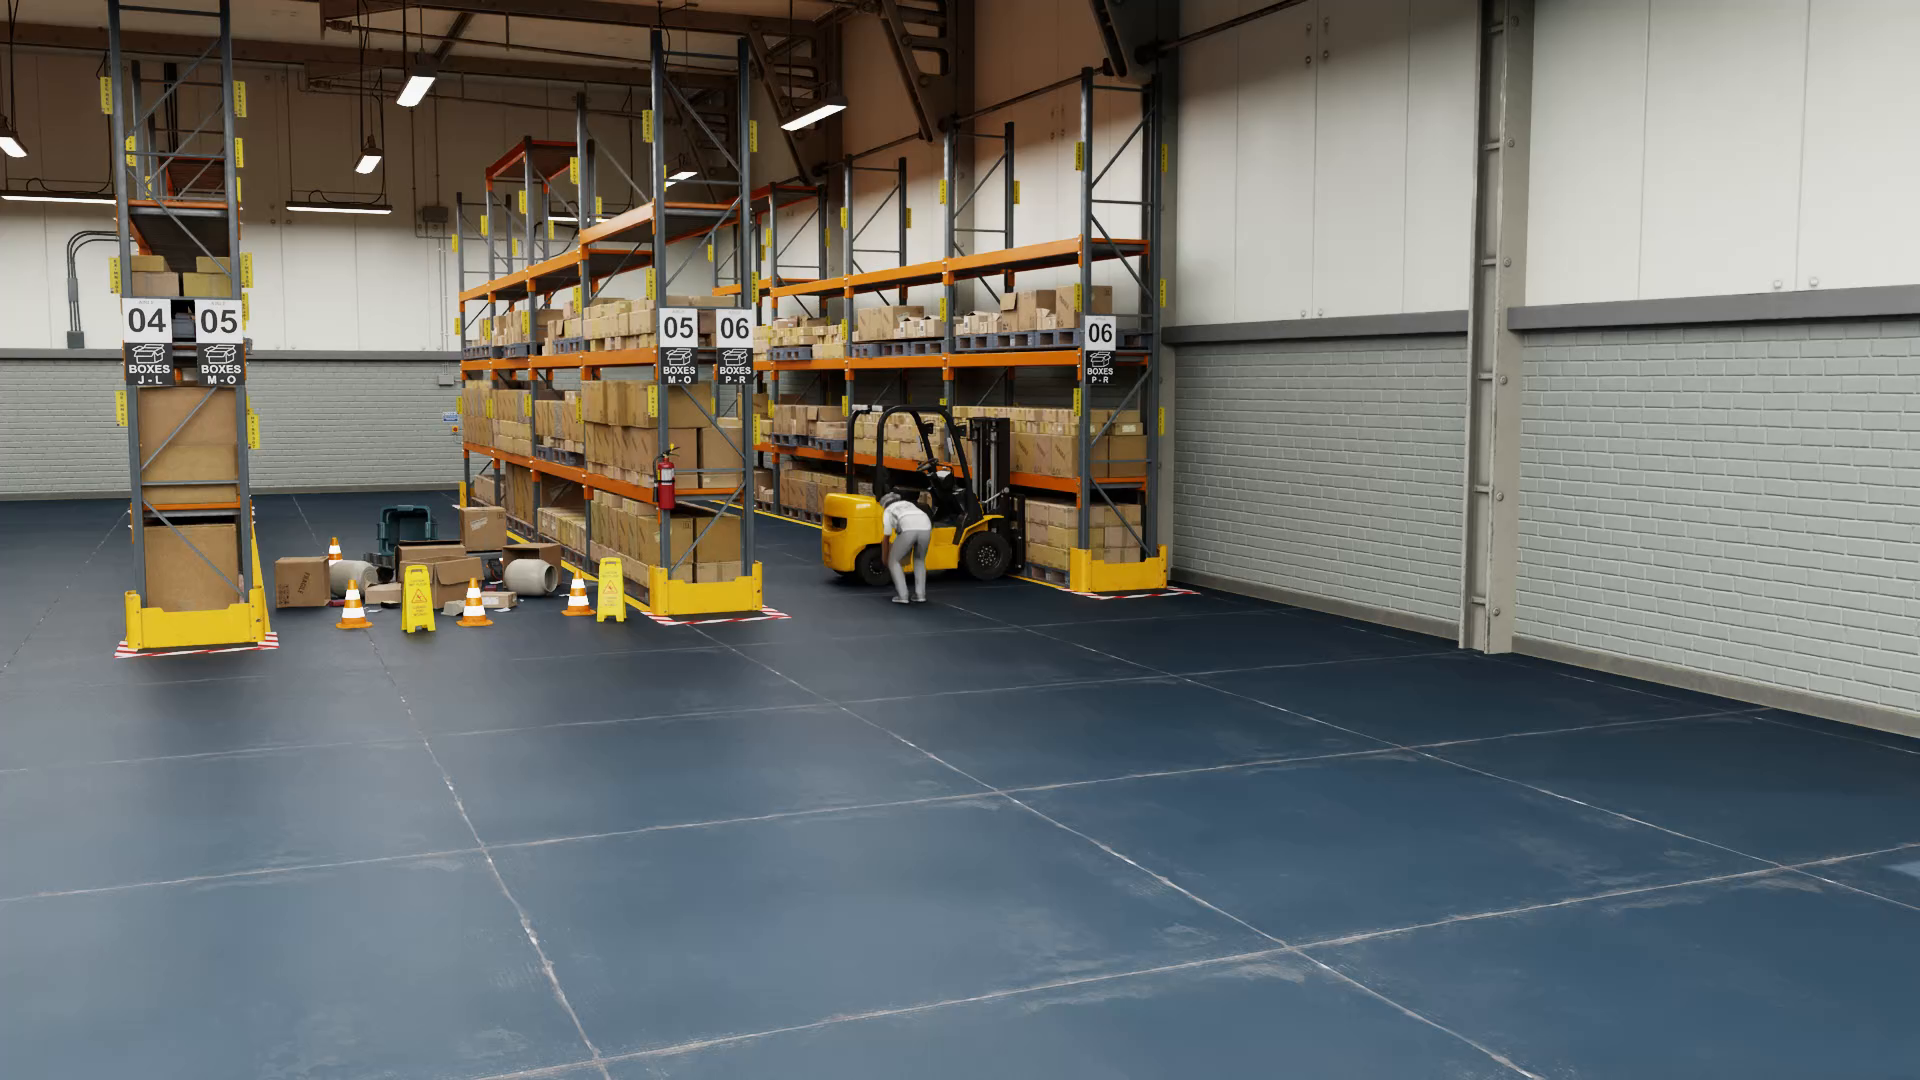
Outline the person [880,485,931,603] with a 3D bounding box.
[{"bbox_3d":[-0.633,0.040,18.597,0.418,1.284,0.892,-3,6,-26],"label":"person"}]
